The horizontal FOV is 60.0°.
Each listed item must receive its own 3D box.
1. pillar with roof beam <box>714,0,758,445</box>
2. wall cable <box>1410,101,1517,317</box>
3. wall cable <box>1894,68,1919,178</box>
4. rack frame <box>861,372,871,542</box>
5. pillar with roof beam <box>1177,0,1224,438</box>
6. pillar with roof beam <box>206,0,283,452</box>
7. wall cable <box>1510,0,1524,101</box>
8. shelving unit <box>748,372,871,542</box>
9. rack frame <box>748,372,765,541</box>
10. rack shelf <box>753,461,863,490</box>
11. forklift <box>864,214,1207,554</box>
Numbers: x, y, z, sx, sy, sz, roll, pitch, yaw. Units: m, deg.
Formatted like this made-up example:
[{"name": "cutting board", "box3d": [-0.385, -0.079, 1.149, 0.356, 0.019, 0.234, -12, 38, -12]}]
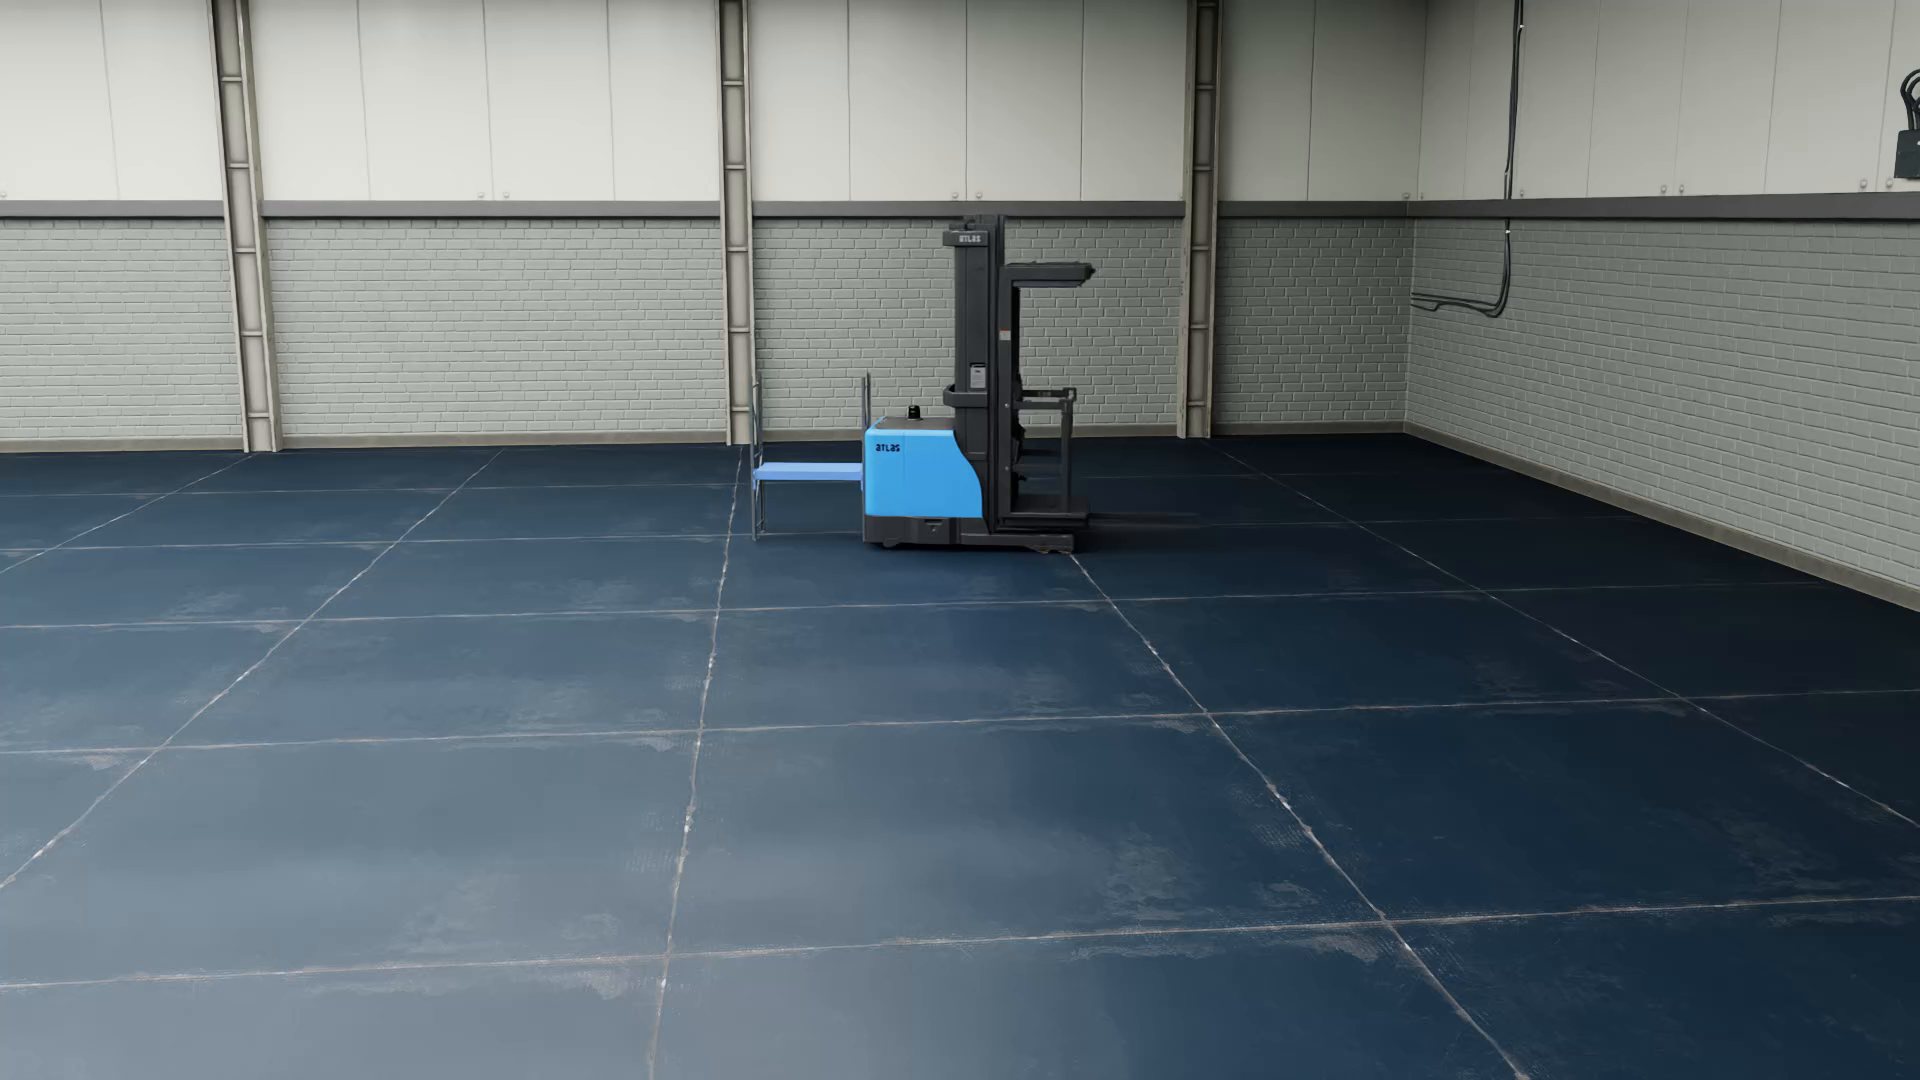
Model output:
[{"name": "pillar with roof beam", "box3d": [-2.371, -4.850, 16.592, 0.400, 9.000, 9.100, -1, 11, -6]}, {"name": "wall cable", "box3d": [6.201, -4.085, 20.749, 0.112, 2.526, 3.097, -1, 11, -6]}, {"name": "wall cable", "box3d": [7.210, -5.456, 10.859, 0.169, 6.003, 2.305, -1, 11, -6]}, {"name": "rack frame", "box3d": [-0.854, -0.765, 15.252, 0.032, 1.500, 0.500, 1, 11, 3]}, {"name": "pillar with roof beam", "box3d": [3.594, -4.975, 17.228, 0.400, 9.000, 9.100, -1, 11, -6]}, {"name": "pillar with roof beam", "box3d": [-8.335, -4.725, 15.957, 0.400, 9.000, 9.100, -1, 11, -6]}, {"name": "wall cable", "box3d": [6.493, -6.044, 17.623, 0.112, 2.526, 3.097, -1, 11, -6]}, {"name": "shelving unit", "box3d": [-1.362, -0.770, 15.280, 1.048, 1.500, 0.538, 1, 11, 3]}, {"name": "rack frame", "box3d": [-1.869, -0.776, 15.308, 0.032, 1.500, 0.500, 1, 11, 3]}, {"name": "rack shelf", "box3d": [-1.362, -0.594, 15.315, 1.000, 0.185, 0.538, 1, 11, 3]}, {"name": "forklift", "box3d": [0.697, -1.421, 14.879, 3.031, 2.935, 1.130, 1, 11, 6]}]
